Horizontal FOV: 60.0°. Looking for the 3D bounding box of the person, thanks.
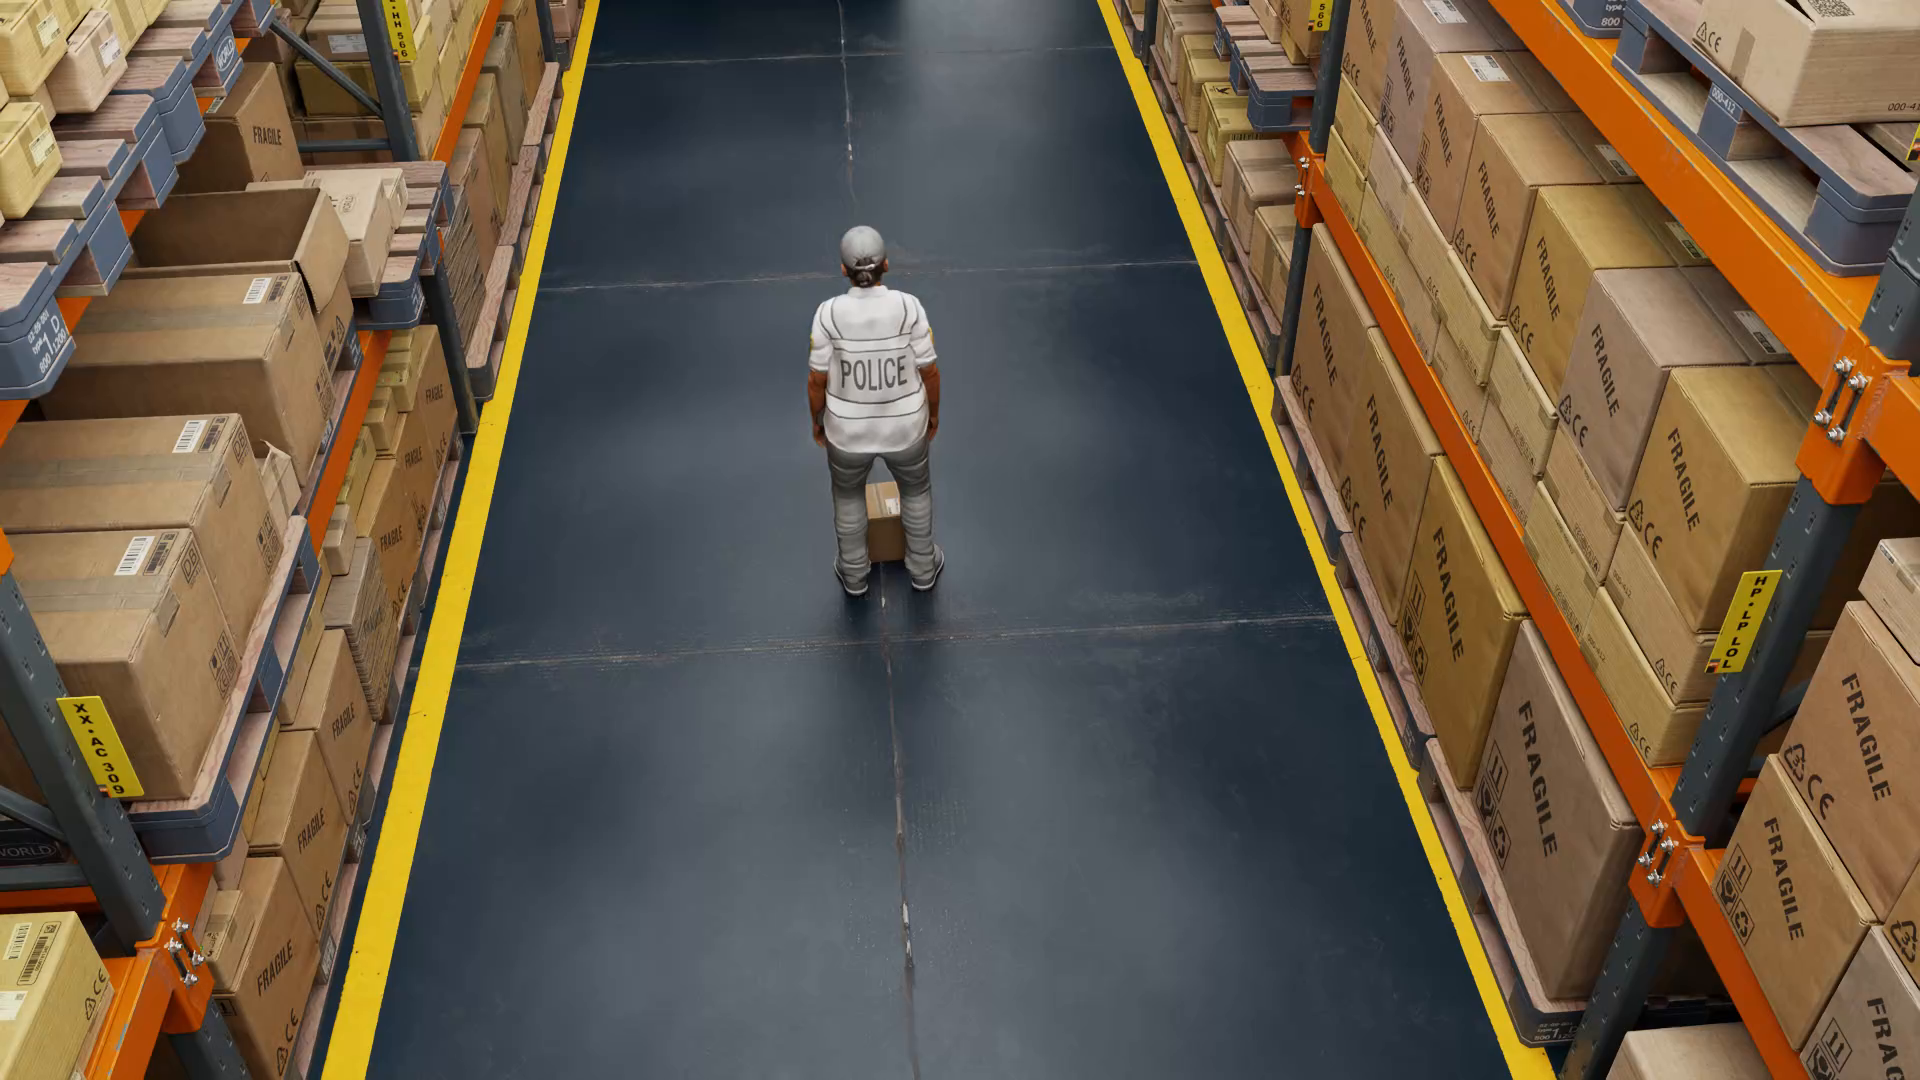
[{"bbox_3d":[-0.334,-0.488,6.745,0.543,1.666,0.470,-3,39,-4],"label":"person"}]
